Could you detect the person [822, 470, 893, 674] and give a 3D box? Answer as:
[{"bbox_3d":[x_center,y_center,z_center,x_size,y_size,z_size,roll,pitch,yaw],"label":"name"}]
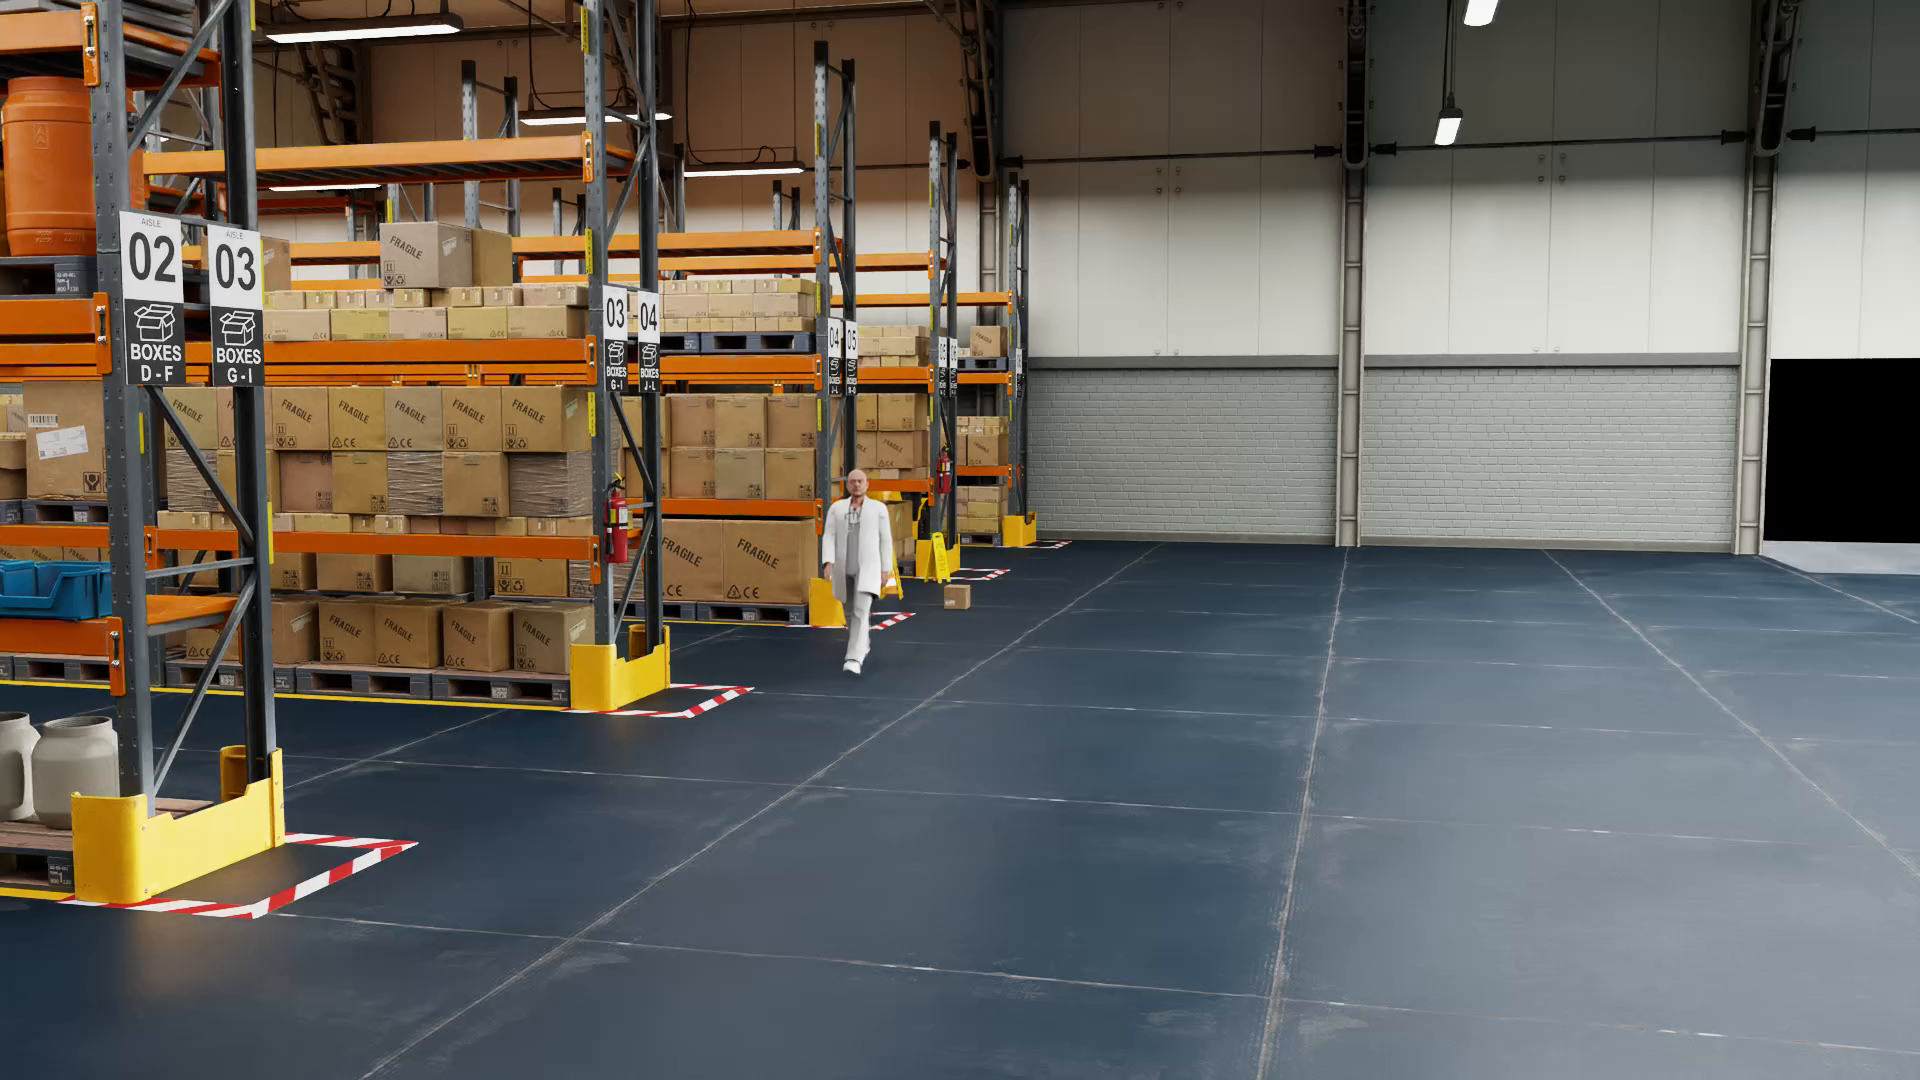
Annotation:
[{"bbox_3d":[-0.905,0.258,14.323,0.564,1.725,1.147,1,5,13],"label":"person"}]
